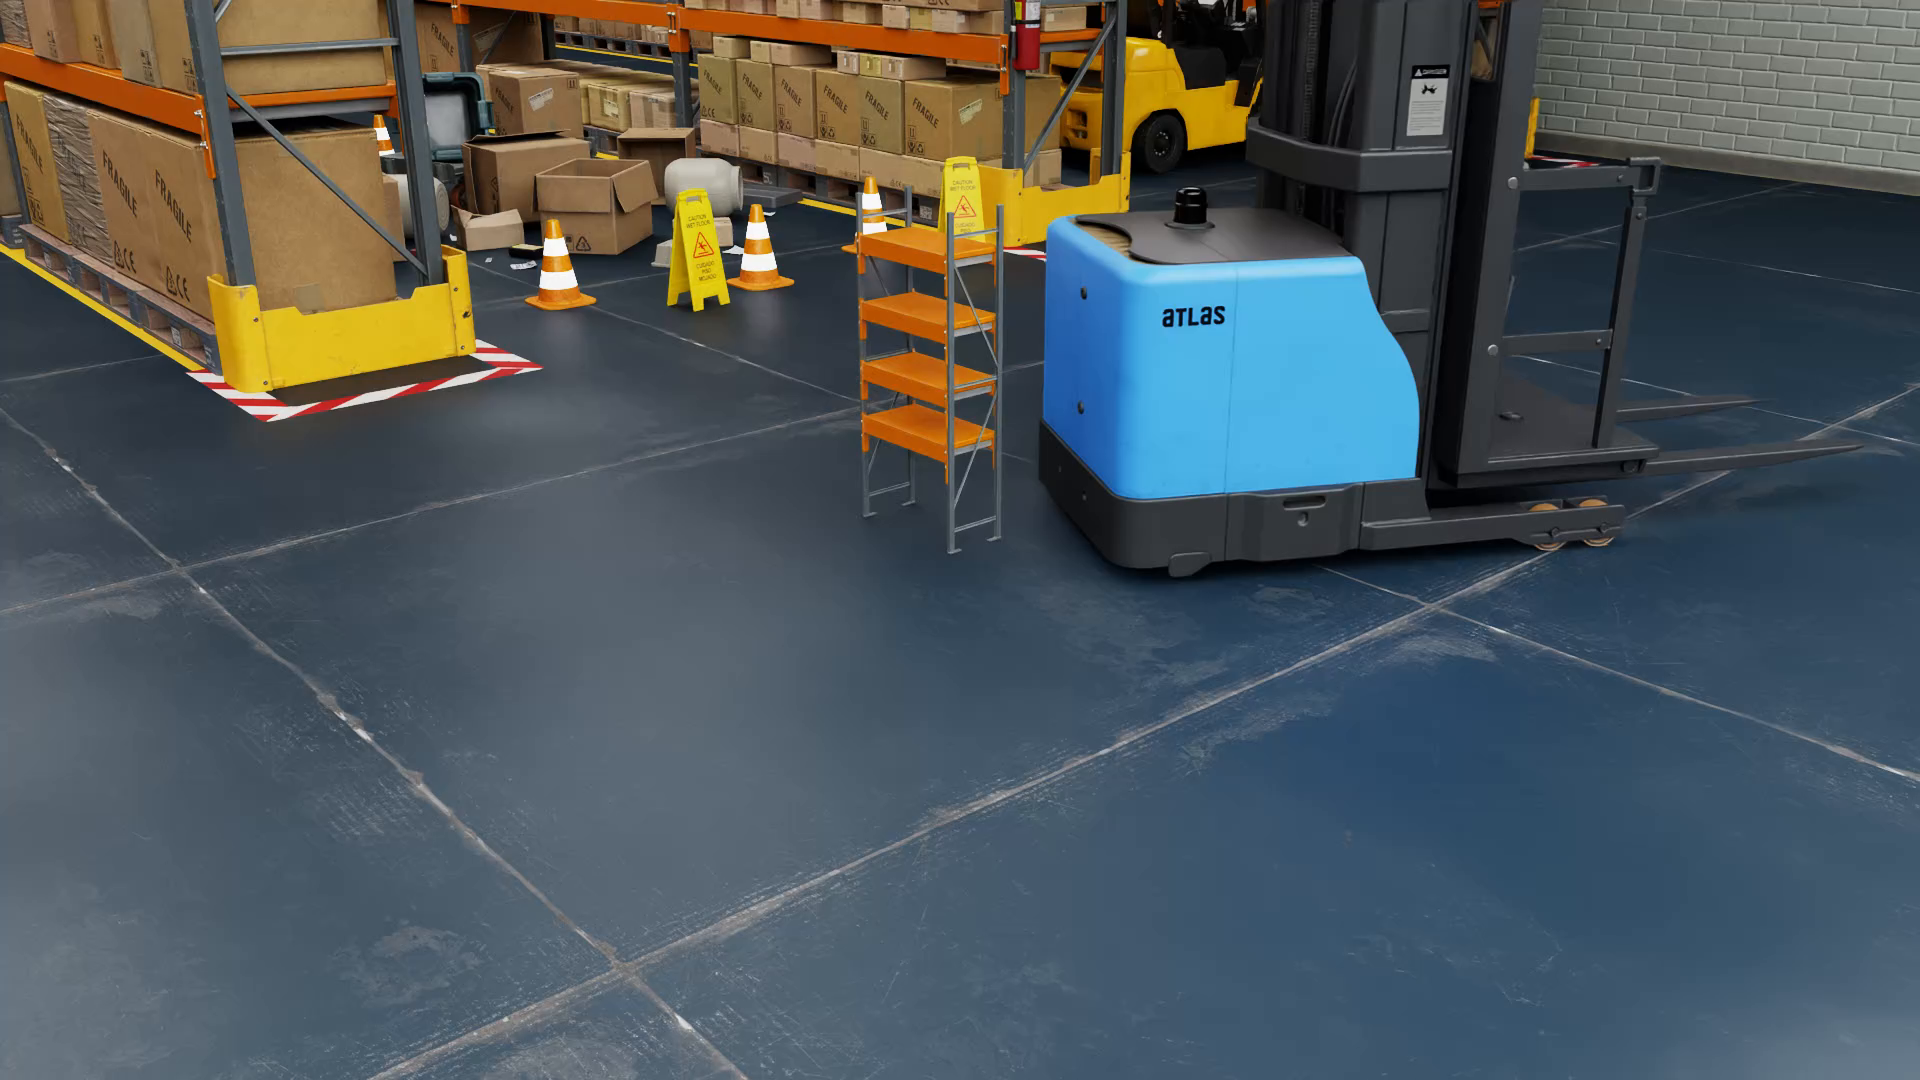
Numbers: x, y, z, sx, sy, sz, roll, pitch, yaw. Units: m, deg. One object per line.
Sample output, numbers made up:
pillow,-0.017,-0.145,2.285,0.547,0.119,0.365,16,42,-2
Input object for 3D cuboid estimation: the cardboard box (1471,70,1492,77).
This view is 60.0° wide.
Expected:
cardboard box,4.300,-3.978,14.535,0.500,0.250,0.500,-17,27,-36

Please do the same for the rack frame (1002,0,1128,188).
rack frame,0.691,-3.468,10.724,1.000,3.000,0.127,-17,27,-37

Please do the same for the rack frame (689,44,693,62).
rack frame,-3.384,-7.966,22.208,1.000,3.000,0.127,-17,27,-37

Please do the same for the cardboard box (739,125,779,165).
cardboard box,-1.382,-3.116,13.021,0.500,0.250,0.500,-16,26,-34

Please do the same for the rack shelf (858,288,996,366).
rack shelf,-0.108,-0.750,5.825,0.258,0.148,0.480,-17,27,-37

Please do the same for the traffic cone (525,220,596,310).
traffic cone,-2.264,-1.565,9.345,0.336,0.463,0.334,-17,27,-37

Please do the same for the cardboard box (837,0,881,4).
cardboard box,-0.519,-4.015,11.578,0.500,0.500,0.500,-18,27,-38

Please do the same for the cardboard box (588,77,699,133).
cardboard box,-2.736,-3.887,14.822,0.950,0.372,0.625,-15,26,-34

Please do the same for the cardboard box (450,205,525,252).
cardboard box,-3.086,-2.057,10.871,0.396,0.266,0.258,-12,25,-28

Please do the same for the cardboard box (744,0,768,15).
cardboard box,-1.421,-4.092,12.663,0.380,0.149,0.250,-16,27,-36

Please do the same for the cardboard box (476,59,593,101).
cardboard box,-4.169,-4.491,16.365,0.950,0.372,0.625,-20,29,-41

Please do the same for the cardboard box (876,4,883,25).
cardboard box,-0.367,-3.691,11.638,0.380,0.149,0.250,-17,27,-37

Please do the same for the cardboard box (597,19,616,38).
cardboard box,-4.869,-7.496,23.860,0.500,0.500,0.500,-17,27,-36

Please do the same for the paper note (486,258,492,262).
paper note,-2.967,-1.764,10.473,0.032,0.001,0.123,-4,22,-10

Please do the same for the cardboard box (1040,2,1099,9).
cardboard box,0.592,-3.849,11.154,0.500,0.500,0.500,-18,28,-38

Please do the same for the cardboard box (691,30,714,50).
cardboard box,-3.238,-6.810,22.110,0.500,0.500,0.500,-16,26,-35

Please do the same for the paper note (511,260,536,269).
paper note,-2.703,-1.704,10.295,0.144,0.017,0.142,-8,23,-19

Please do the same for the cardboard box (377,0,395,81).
cardboard box,-6.081,-5.589,18.479,0.875,0.875,0.875,-16,27,-36

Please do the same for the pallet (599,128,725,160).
pallet,-2.429,-3.489,14.603,1.003,0.211,1.213,-17,27,-37

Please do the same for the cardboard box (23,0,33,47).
cardboard box,-4.978,-3.191,9.811,0.875,0.550,0.550,-17,27,-37

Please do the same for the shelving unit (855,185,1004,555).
shelving unit,-0.108,-0.604,5.882,0.258,1.200,0.503,-17,27,-37

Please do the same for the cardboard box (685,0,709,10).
cardboard box,-1.957,-4.292,13.174,0.380,0.149,0.250,-18,27,-38

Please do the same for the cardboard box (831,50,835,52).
cardboard box,-1.330,-3.738,13.580,0.500,0.500,0.500,-18,28,-38

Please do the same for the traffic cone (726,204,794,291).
traffic cone,-1.186,-1.740,9.792,0.336,0.463,0.334,-17,27,-37

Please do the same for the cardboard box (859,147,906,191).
cardboard box,-0.372,-2.687,11.926,0.500,0.250,0.500,-17,27,-37

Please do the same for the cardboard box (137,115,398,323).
cardboard box,-3.485,-1.639,8.393,0.875,0.875,0.875,-17,27,-37

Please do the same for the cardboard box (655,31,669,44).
cardboard box,-3.970,-6.918,22.866,0.380,0.149,0.250,-18,28,-39

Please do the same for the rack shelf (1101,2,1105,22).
rack shelf,0.533,-5.973,18.107,1.077,0.370,4.000,-17,27,-37

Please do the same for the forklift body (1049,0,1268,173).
forklift body,1.829,-4.345,14.127,2.313,2.155,1.214,-17,27,-37

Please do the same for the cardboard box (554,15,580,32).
cardboard box,-5.667,-7.912,24.920,0.797,0.503,0.637,-19,28,-39

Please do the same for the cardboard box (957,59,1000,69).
cardboard box,0.496,-5.410,18.364,0.875,0.625,0.625,-19,28,-40

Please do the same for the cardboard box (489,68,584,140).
cardboard box,-3.249,-3.329,12.760,0.500,0.500,0.500,-17,27,-37

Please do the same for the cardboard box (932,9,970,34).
cardboard box,0.036,-3.447,11.015,0.380,0.149,0.250,-18,28,-38

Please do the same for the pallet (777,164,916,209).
pallet,-0.654,-2.760,12.741,1.003,0.211,1.213,-17,27,-37

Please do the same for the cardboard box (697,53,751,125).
cardboard box,-1.739,-3.610,13.254,0.500,0.500,0.500,-16,26,-35

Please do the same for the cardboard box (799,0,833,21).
cardboard box,-0.943,-3.874,12.106,0.380,0.149,0.250,-18,27,-38

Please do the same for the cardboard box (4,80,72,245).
cardboard box,-5.246,-2.382,10.291,0.875,0.875,0.875,-17,27,-37

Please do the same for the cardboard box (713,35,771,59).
cardboard box,-1.703,-3.863,13.011,0.380,0.149,0.250,-17,27,-37

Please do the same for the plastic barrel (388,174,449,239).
plastic barrel,-3.701,-2.219,11.068,0.512,0.421,0.421,0,21,-1

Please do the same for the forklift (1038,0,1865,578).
forklift,1.874,-1.507,5.812,3.031,2.935,1.130,-5,22,-12

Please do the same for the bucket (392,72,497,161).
bucket,-3.768,-3.061,12.091,0.726,0.611,0.620,-8,13,-19

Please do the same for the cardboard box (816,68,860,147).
cardboard box,-0.697,-3.176,12.145,0.500,0.500,0.500,-18,28,-39

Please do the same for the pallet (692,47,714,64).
pallet,-2.824,-6.451,22.166,1.003,0.211,1.213,-17,27,-37

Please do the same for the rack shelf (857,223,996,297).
rack shelf,-0.108,-0.970,5.739,0.258,0.148,0.480,-17,27,-37

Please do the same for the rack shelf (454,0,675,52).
rack shelf,-3.225,-4.790,15.088,1.077,0.370,4.000,-17,27,-37

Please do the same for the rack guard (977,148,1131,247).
rack guard,0.642,-2.325,11.234,1.175,0.500,0.348,-17,27,-37

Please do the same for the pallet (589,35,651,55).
pallet,-4.632,-7.194,24.063,1.003,0.211,1.213,-17,27,-37

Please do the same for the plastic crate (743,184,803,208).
plastic crate,-1.516,-2.584,12.472,0.583,0.080,0.402,12,24,27

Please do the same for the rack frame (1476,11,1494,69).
rack frame,4.449,-4.650,13.744,1.000,3.000,0.127,-17,27,-37

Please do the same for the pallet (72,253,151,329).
pallet,-4.366,-1.502,9.529,1.003,0.211,1.213,-17,27,-37

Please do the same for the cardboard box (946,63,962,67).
cardboard box,-0.308,-3.311,12.491,0.500,0.500,0.500,-17,27,-36

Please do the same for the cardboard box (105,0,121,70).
cardboard box,-3.915,-2.754,8.697,0.875,0.550,0.550,-17,27,-37

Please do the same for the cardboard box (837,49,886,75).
cardboard box,-0.652,-3.422,11.885,0.380,0.149,0.250,-16,27,-35
